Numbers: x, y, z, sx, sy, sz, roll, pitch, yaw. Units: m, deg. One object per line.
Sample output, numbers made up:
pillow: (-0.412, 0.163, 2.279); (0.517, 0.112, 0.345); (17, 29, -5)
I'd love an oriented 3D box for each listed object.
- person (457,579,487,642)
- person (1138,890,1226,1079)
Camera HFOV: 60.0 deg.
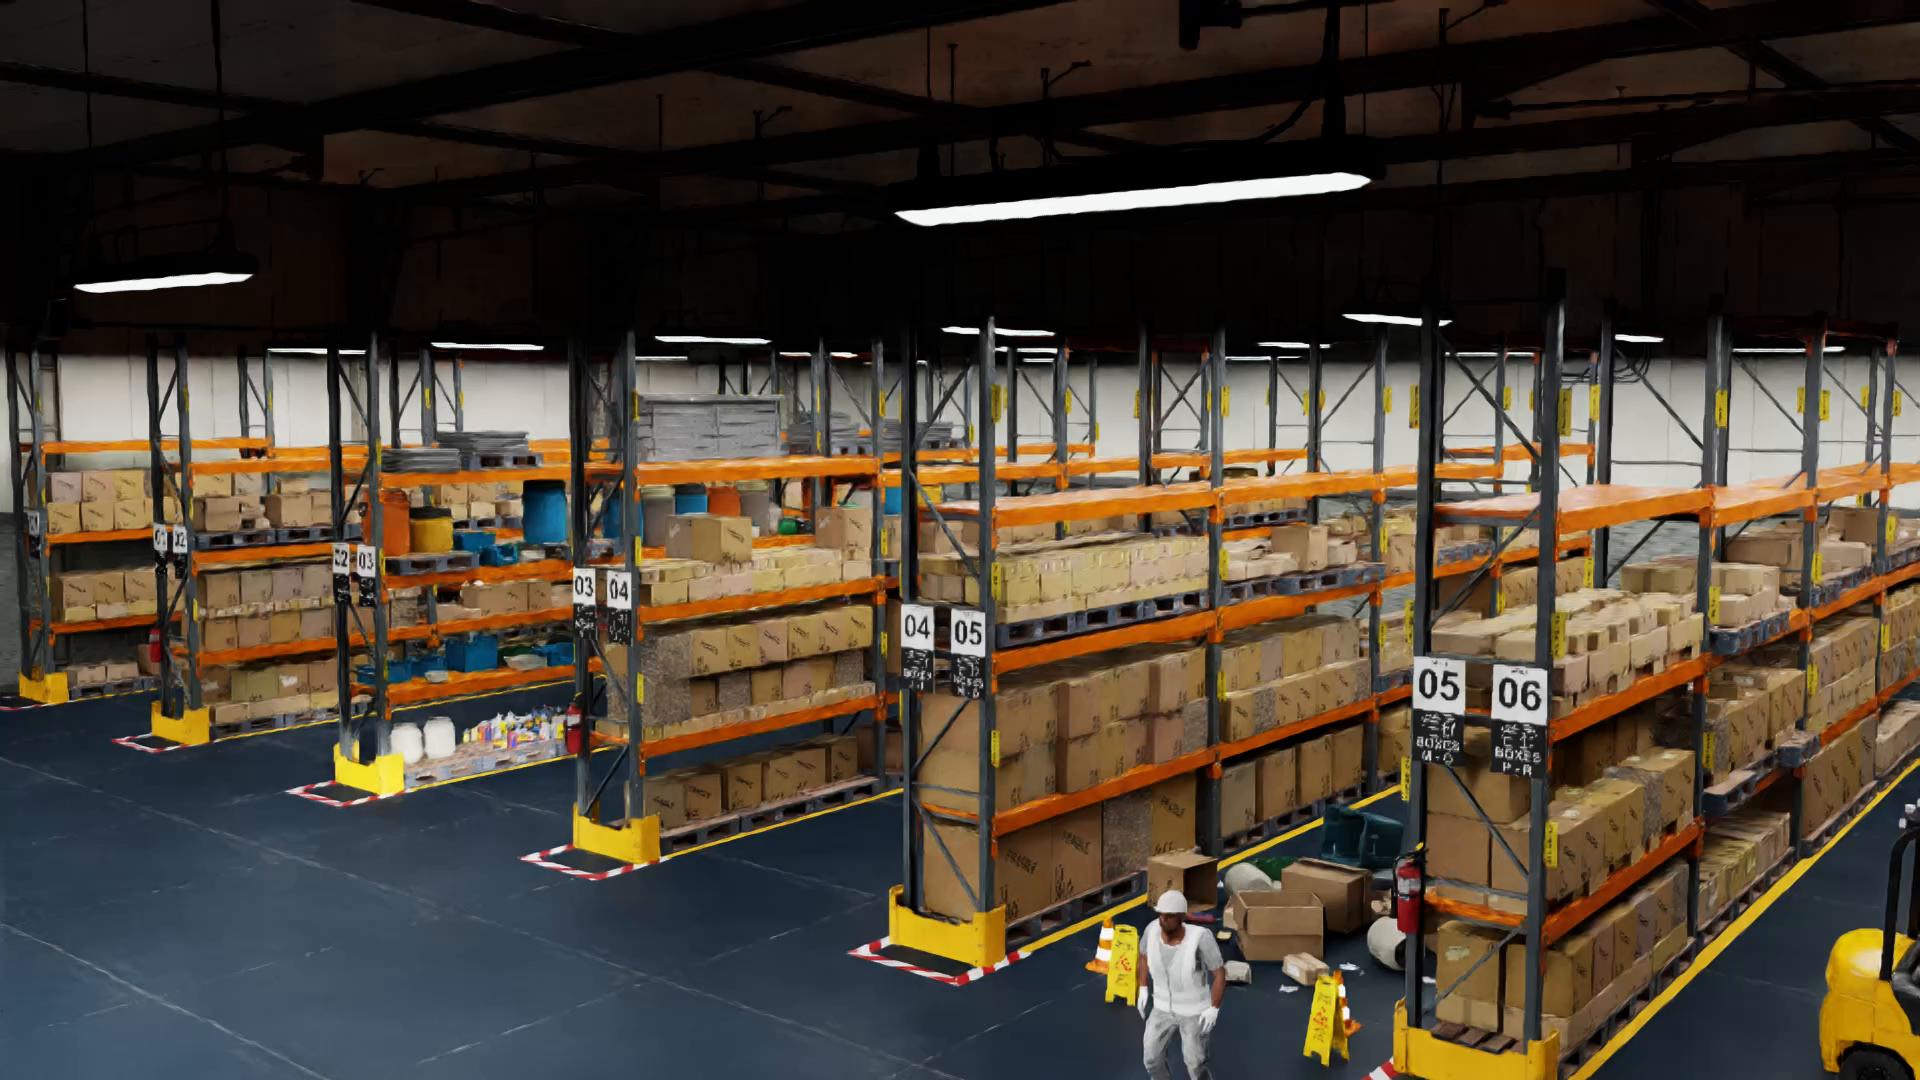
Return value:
person: (-9.547, 1.377, 32.556); (0.571, 1.708, 1.035); (3, 6, 30)
person: (1.522, 3.266, 11.612); (0.702, 1.735, 0.549); (4, 6, 37)
